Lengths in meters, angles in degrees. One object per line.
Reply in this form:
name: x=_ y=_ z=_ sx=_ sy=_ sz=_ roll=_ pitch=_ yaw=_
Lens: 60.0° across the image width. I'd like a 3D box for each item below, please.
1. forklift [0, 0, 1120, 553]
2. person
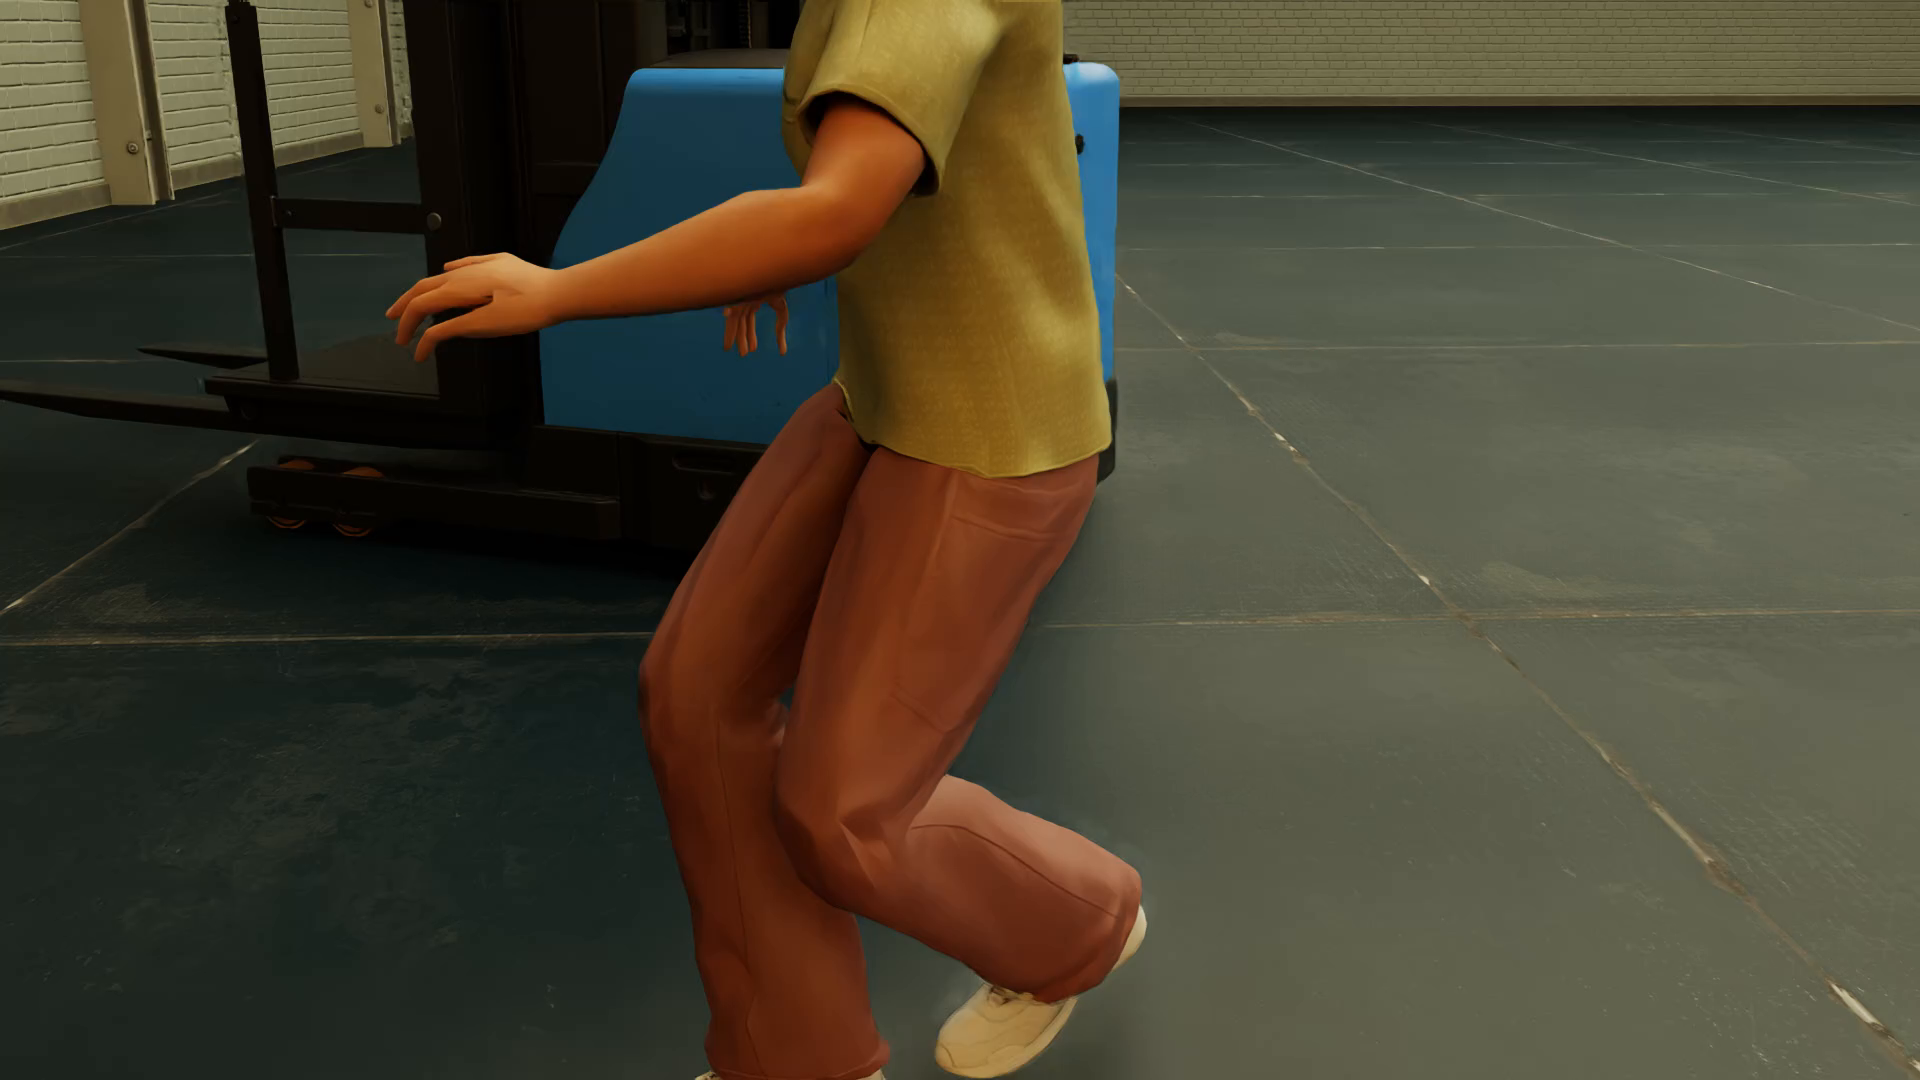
forklift: x=-1.174 y=-1.545 z=3.957 sx=3.031 sy=2.935 sz=1.130 roll=6 pitch=18 yaw=19
person: x=-0.157 y=-0.118 z=1.678 sx=0.774 sy=1.545 sz=0.787 roll=-6 pitch=18 yaw=-18
